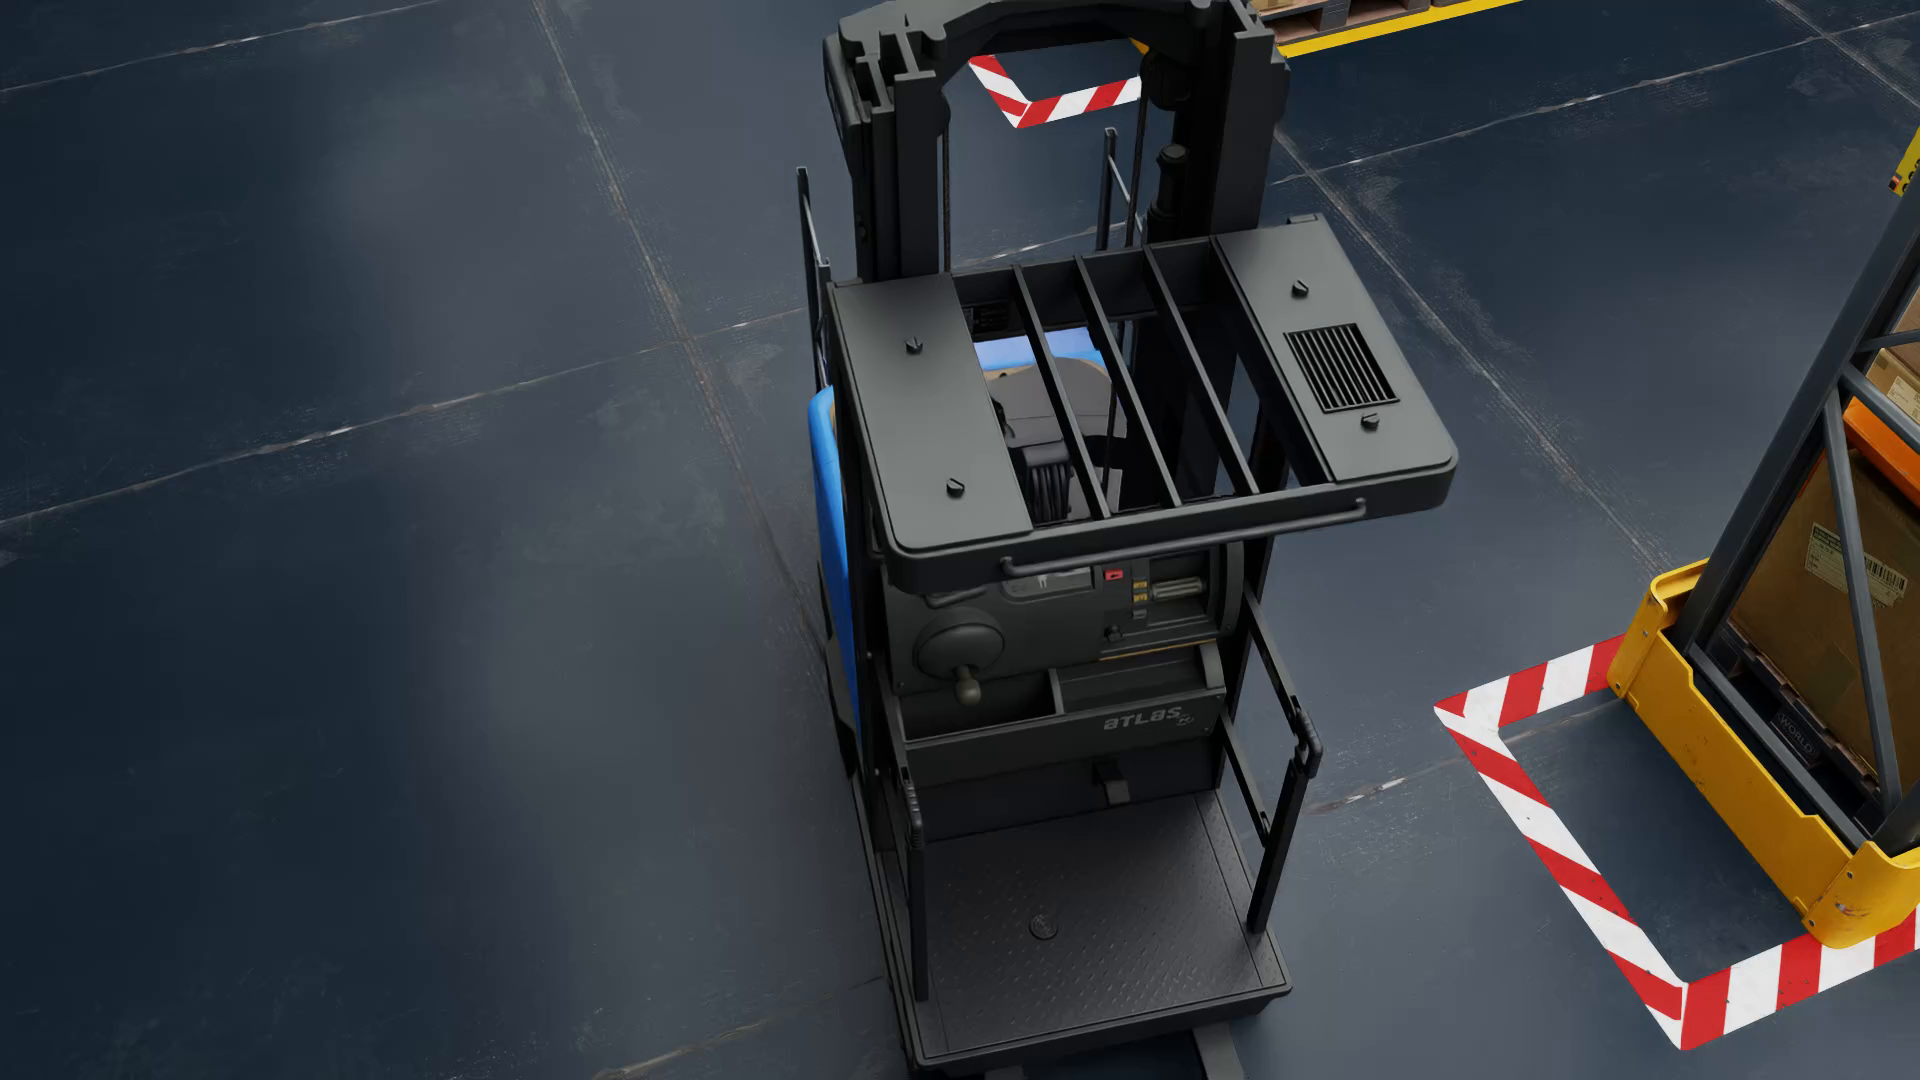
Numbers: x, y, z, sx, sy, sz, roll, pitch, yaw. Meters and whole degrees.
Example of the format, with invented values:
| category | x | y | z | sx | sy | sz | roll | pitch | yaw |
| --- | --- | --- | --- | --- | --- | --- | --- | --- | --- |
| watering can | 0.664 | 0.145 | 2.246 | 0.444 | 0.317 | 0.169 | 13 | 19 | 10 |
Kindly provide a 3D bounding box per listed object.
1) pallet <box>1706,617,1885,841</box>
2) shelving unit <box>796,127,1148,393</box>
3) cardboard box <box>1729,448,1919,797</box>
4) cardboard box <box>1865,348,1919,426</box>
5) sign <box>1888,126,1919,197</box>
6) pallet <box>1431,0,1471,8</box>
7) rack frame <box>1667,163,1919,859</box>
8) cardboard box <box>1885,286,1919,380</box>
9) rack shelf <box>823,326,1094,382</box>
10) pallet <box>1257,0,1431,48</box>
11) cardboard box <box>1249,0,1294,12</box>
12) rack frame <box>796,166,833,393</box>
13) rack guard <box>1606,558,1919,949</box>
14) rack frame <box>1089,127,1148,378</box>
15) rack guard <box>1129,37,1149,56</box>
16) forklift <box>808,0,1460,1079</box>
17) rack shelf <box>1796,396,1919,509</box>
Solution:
| category | x | y | z | sx | sy | sz | roll | pitch | yaw |
| --- | --- | --- | --- | --- | --- | --- | --- | --- | --- |
| pallet | 3.359 | 0.465 | 5.711 | 1.213 | 0.211 | 1.003 | -17 | 52 | -14 |
| shelving unit | 0.042 | -0.594 | 5.771 | 1.048 | 1.500 | 0.538 | -9 | 50 | -8 |
| cardboard box | 3.210 | 0.157 | 5.262 | 0.875 | 0.875 | 0.875 | -17 | 52 | -14 |
| cardboard box | 2.853 | -0.410 | 4.791 | 0.250 | 0.149 | 0.380 | -16 | 51 | -14 |
| sign | 2.456 | -0.998 | 4.211 | 0.005 | 0.325 | 0.100 | -17 | 52 | -14 |
| pallet | 2.830 | -3.340 | 8.979 | 1.213 | 0.211 | 1.003 | -17 | 52 | -14 |
| rack frame | 2.648 | -0.159 | 4.409 | 0.127 | 3.000 | 1.000 | -17 | 52 | -14 |
| cardboard box | 2.996 | -0.532 | 4.633 | 0.500 | 0.250 | 0.500 | -18 | 52 | -15 |
| rack shelf | 0.042 | -0.476 | 5.908 | 1.000 | 0.185 | 0.538 | -9 | 50 | -8 |
| pallet | 1.702 | -2.993 | 8.681 | 1.213 | 0.211 | 1.003 | -17 | 52 | -14 |
| cardboard box | 1.472 | -2.805 | 8.284 | 0.250 | 0.149 | 0.380 | -16 | 51 | -14 |
| rack frame | -0.456 | -0.515 | 5.703 | 0.032 | 1.500 | 0.500 | -9 | 50 | -8 |
| rack guard | 2.626 | 0.662 | 5.352 | 0.348 | 0.500 | 1.175 | -17 | 52 | -14 |
| rack frame | 0.540 | -0.673 | 5.839 | 0.032 | 1.500 | 0.500 | -9 | 50 | -8 |
| rack guard | 0.937 | -2.879 | 8.393 | 0.348 | 0.500 | 1.175 | -17 | 52 | -14 |
| forklift | 0.316 | 0.278 | 4.079 | 1.130 | 2.935 | 3.031 | -9 | 50 | -8 |
| rack shelf | 4.500 | -0.498 | 5.175 | 4.000 | 0.370 | 1.077 | -17 | 52 | -14 |
